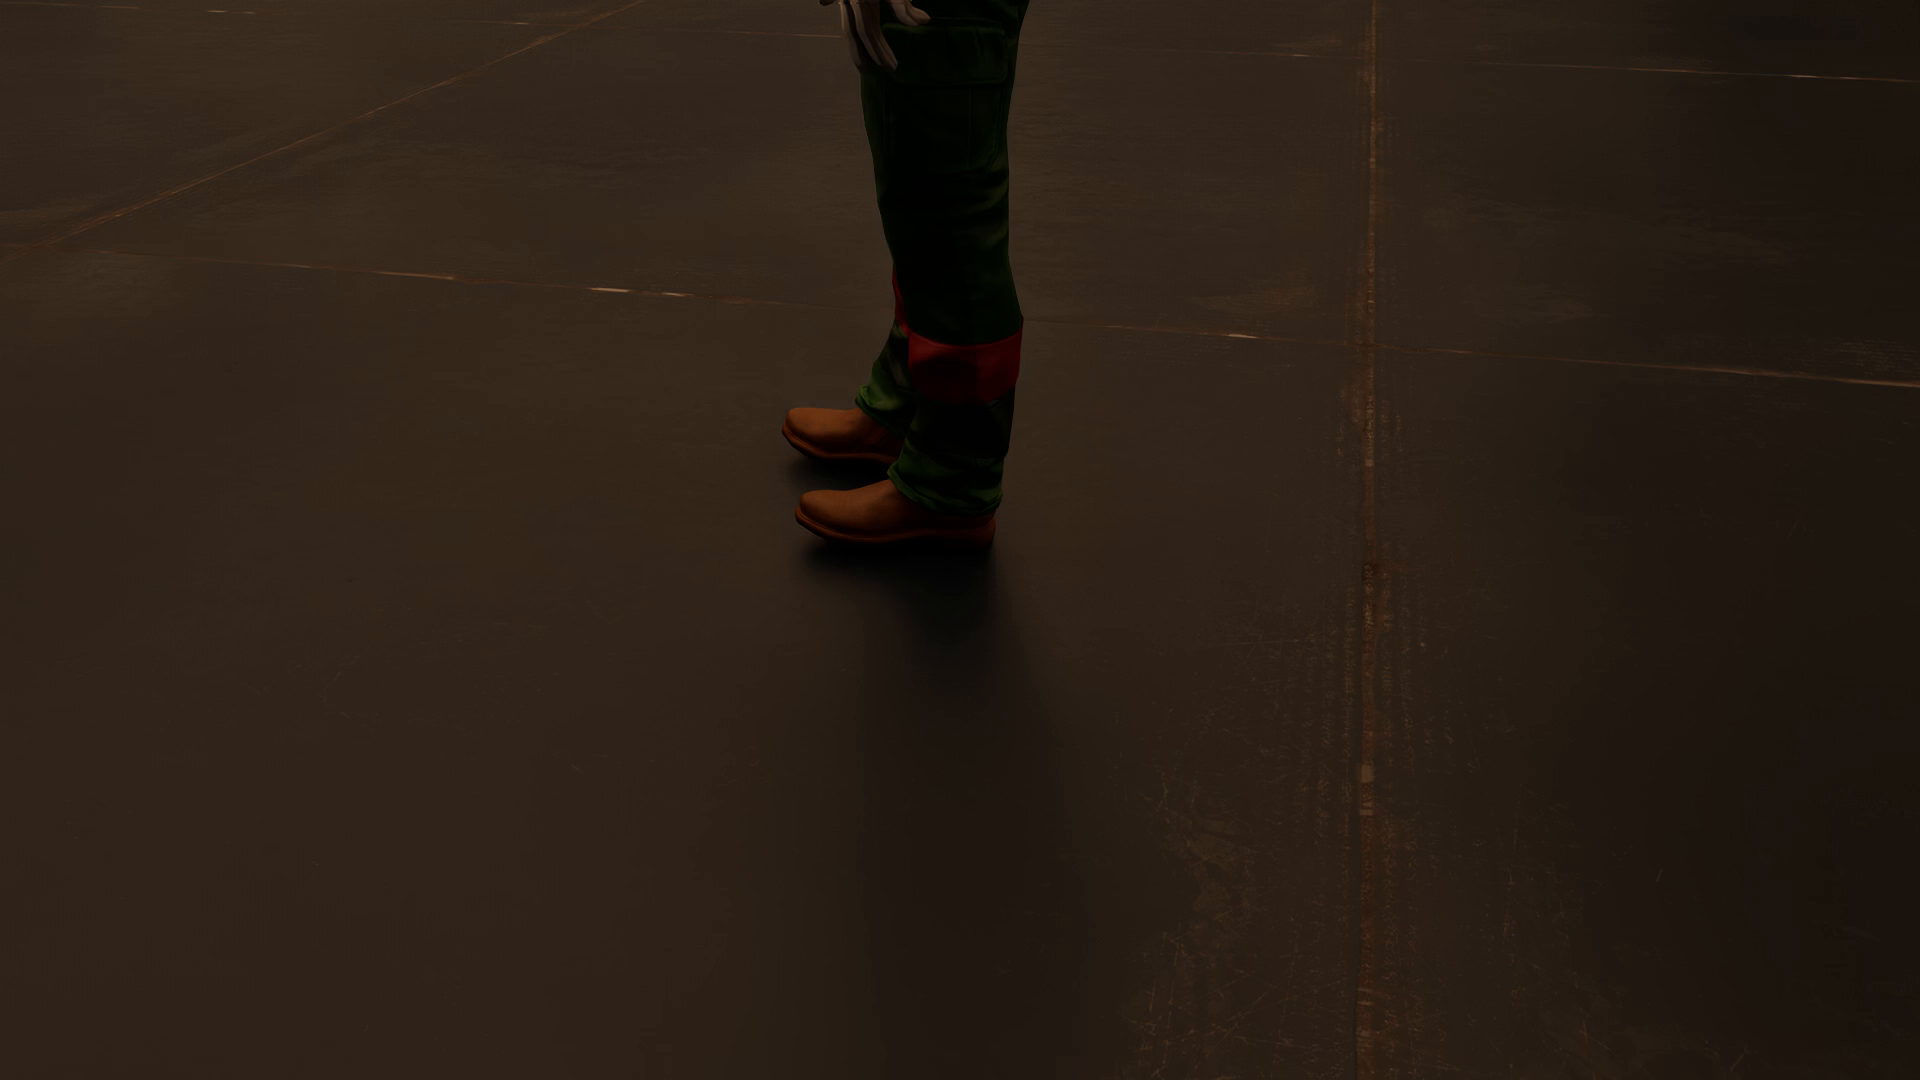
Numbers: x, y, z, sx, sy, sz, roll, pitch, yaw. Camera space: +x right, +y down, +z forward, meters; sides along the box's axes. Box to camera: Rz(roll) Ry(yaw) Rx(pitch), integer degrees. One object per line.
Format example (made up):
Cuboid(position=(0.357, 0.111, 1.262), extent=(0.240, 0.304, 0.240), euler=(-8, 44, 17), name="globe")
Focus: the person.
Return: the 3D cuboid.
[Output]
Cuboid(position=(-0.077, -0.817, 2.119), extent=(0.562, 1.789, 0.638), euler=(6, 27, 11), name="person")
